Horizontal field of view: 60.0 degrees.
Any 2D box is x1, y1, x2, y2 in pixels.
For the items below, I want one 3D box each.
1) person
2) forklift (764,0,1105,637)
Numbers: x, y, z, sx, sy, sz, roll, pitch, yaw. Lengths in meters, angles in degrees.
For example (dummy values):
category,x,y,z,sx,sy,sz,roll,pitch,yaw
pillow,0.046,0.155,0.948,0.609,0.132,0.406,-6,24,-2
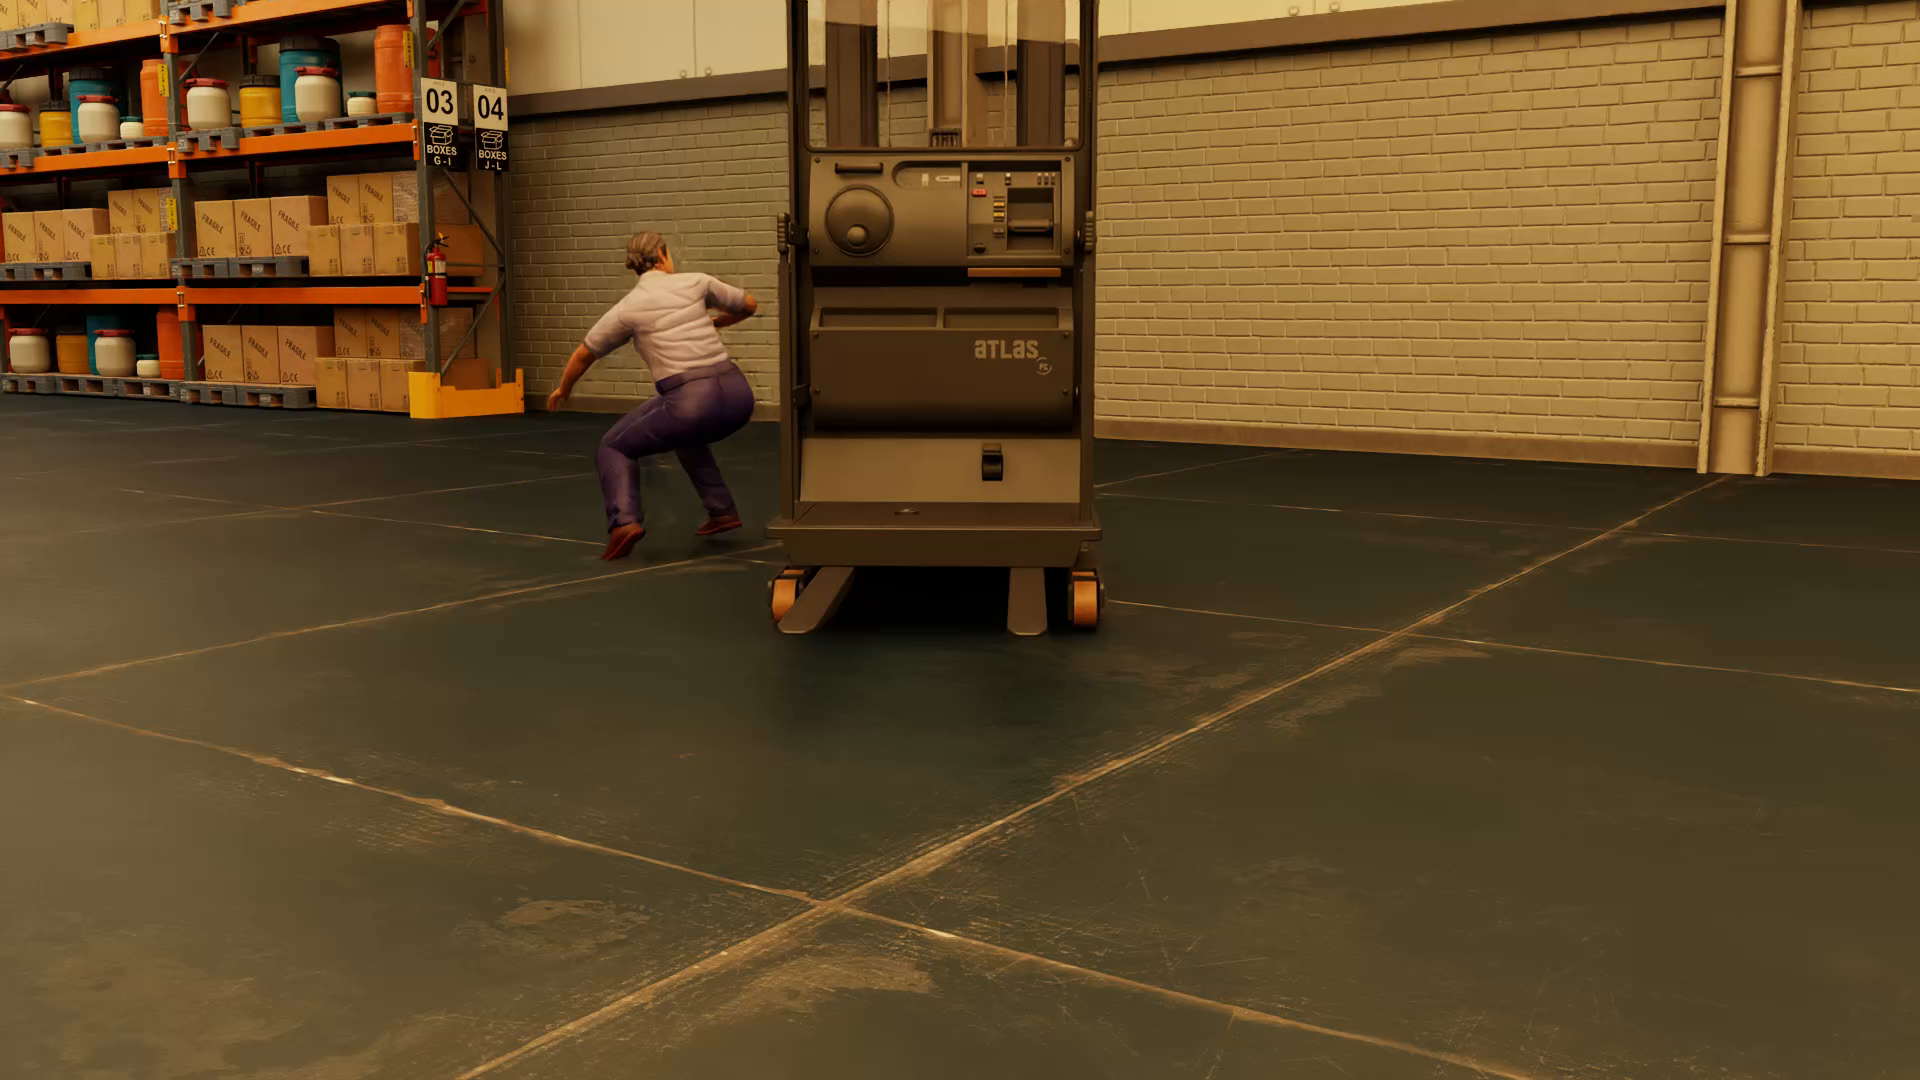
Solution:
category,x,y,z,sx,sy,sz,roll,pitch,yaw
person,-1.295,-0.627,7.248,0.745,1.416,0.847,-7,11,-41
forklift,-0.070,-1.201,5.637,1.130,2.935,3.031,0,8,2
